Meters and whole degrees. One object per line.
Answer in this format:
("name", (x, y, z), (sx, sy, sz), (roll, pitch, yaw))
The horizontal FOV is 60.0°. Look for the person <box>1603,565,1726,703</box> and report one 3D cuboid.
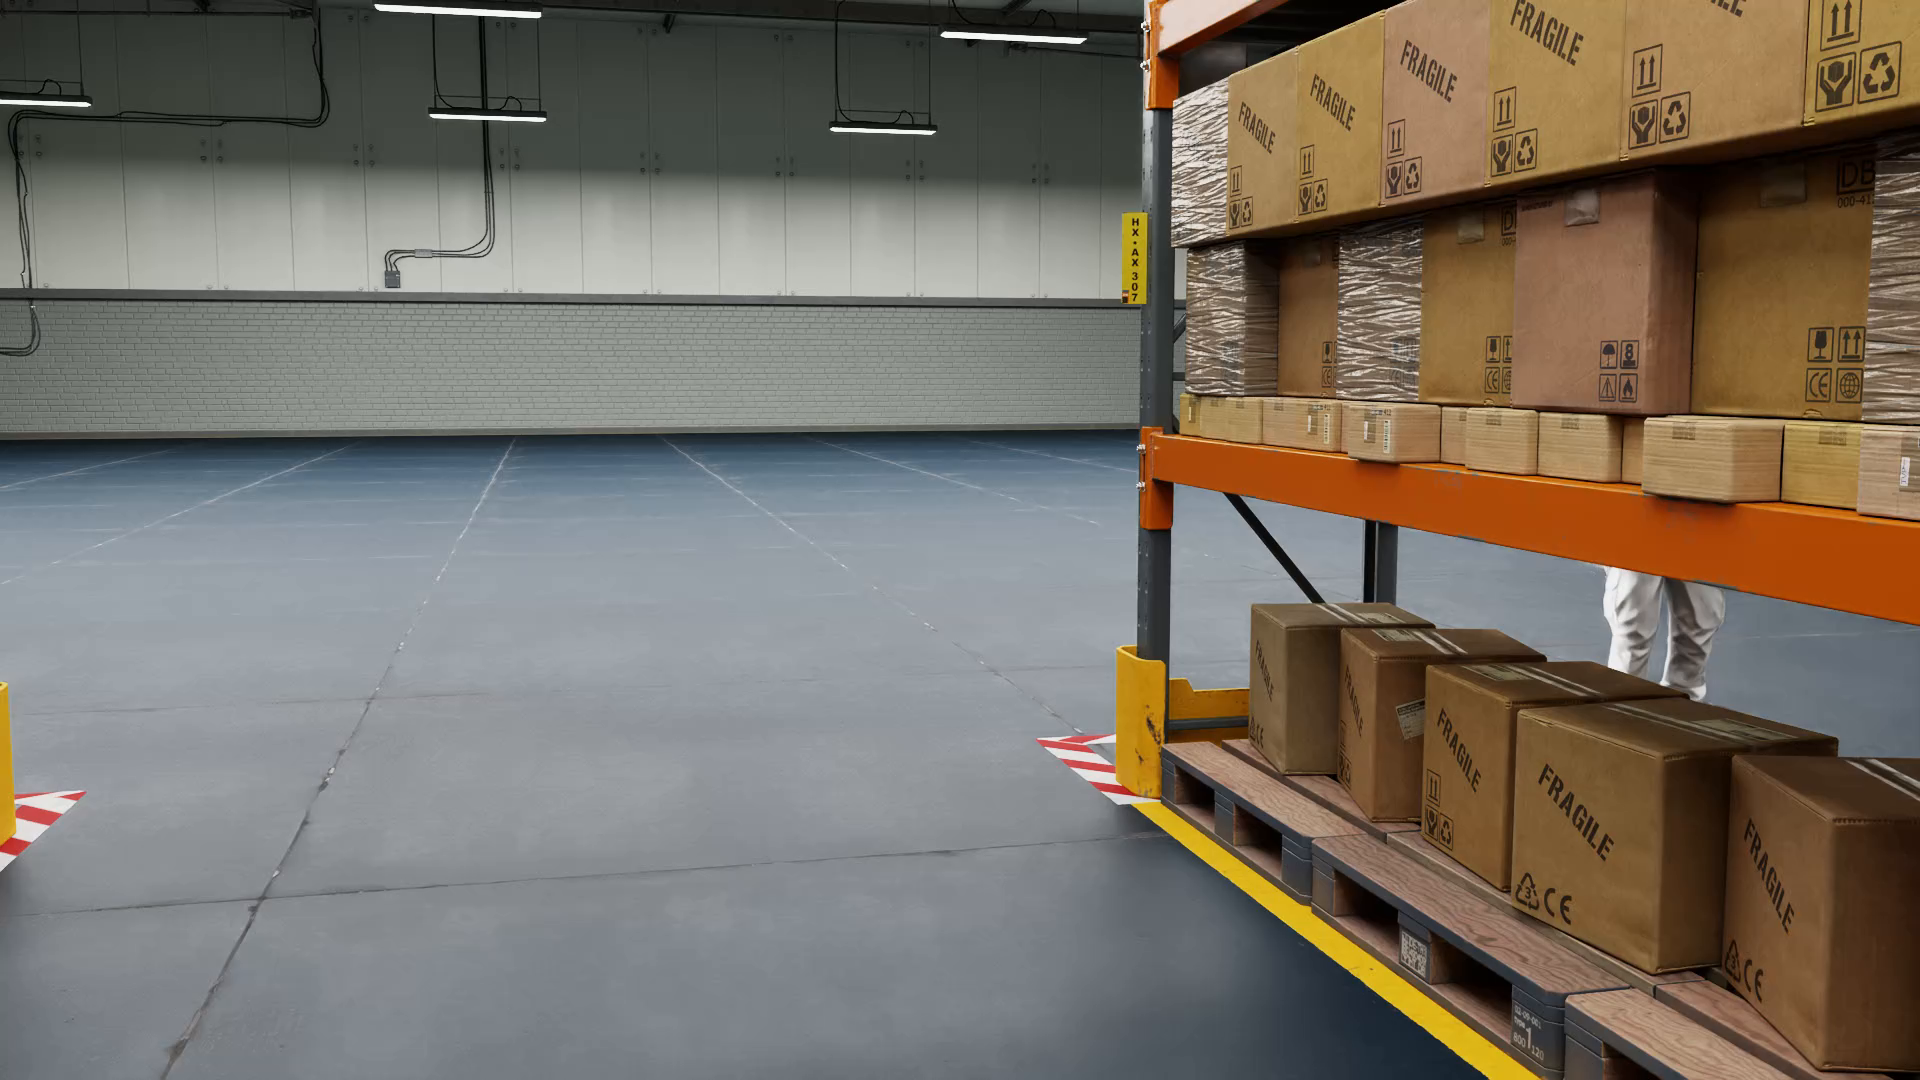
("person", (2.662, 0.006, 6.218), (0.529, 1.787, 0.387), (1, 6, 9))
